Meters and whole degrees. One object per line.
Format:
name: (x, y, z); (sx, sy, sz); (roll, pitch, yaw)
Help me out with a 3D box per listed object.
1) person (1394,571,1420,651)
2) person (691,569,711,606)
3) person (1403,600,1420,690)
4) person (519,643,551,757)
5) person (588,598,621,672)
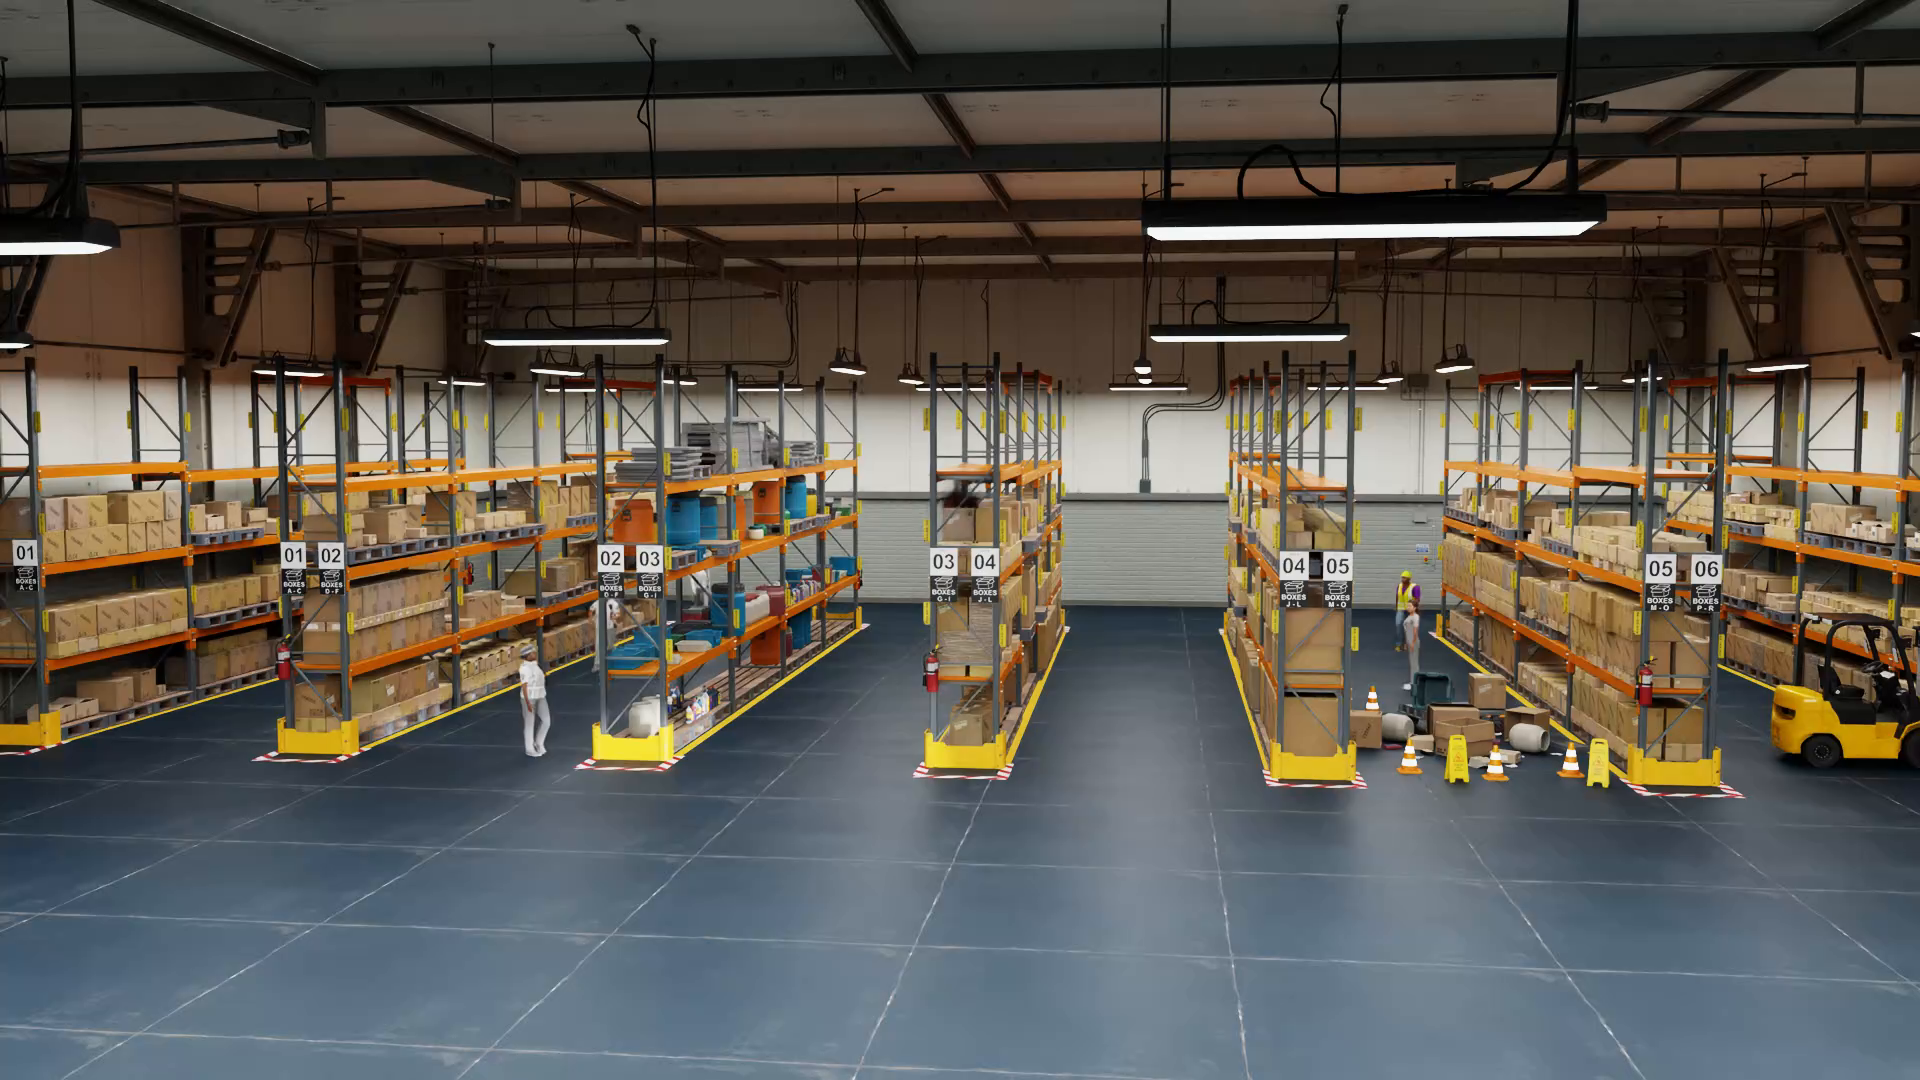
person: (9.845, 1.575, 36.672); (0.625, 1.791, 0.895); (3, 5, 33)
person: (-6.506, 1.223, 41.793); (0.518, 1.642, 0.959); (-1, 4, -18)
person: (8.473, 1.964, 31.172); (0.336, 1.670, 0.501); (1, 4, 13)
person: (-6.411, 2.411, 25.030); (0.423, 1.722, 0.501); (2, 5, 31)
person: (-7.206, 1.785, 33.514); (0.654, 1.620, 1.029); (1, 4, 8)
